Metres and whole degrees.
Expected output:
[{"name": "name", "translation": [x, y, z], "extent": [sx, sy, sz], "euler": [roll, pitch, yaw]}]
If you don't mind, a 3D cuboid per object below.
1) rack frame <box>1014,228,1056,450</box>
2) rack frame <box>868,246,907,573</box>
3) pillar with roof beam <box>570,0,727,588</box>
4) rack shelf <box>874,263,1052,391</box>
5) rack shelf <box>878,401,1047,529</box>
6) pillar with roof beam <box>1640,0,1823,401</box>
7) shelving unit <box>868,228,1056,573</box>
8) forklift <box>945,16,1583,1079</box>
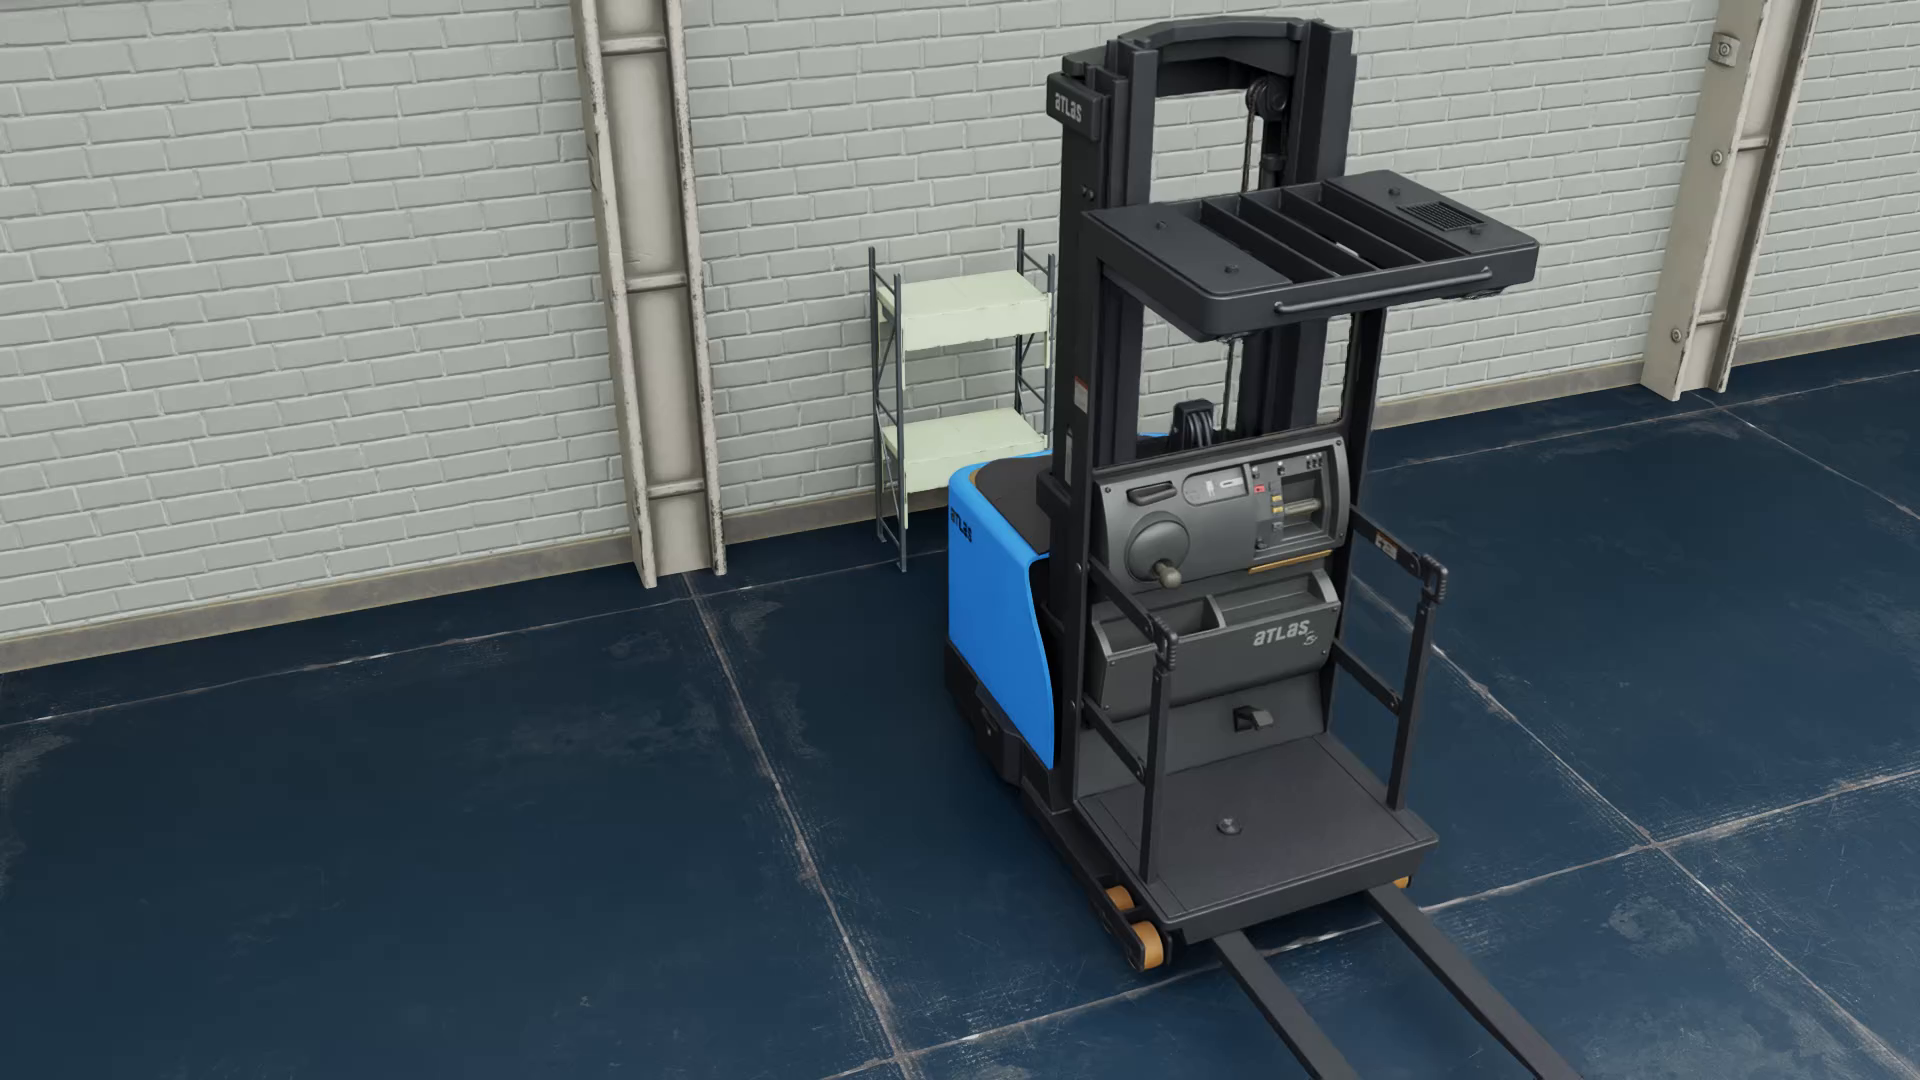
[{"name": "rack frame", "translation": [0.349, -0.716, 7.992], "extent": [0.023, 1.500, 0.400], "euler": [-10, 31, -18]}, {"name": "rack frame", "translation": [-0.337, -0.590, 7.770], "extent": [0.023, 1.500, 0.400], "euler": [-10, 31, -18]}, {"name": "pillar with roof beam", "translation": [0.147, -1.789, 2.299], "extent": [0.400, 9.000, 9.100], "euler": [-10, 31, -18]}, {"name": "rack shelf", "translation": [0.006, -0.992, 7.688], "extent": [0.720, 0.370, 0.431], "euler": [-10, 31, -18]}, {"name": "rack shelf", "translation": [0.006, -0.370, 8.042], "extent": [0.720, 0.370, 0.431], "euler": [-10, 31, -18]}, {"name": "pillar with roof beam", "translation": [5.771, -2.825, 4.117], "extent": [0.400, 9.000, 9.100], "euler": [-10, 31, -18]}, {"name": "shelving unit", "translation": [0.006, -0.653, 7.881], "extent": [0.755, 1.500, 0.431], "euler": [-10, 31, -18]}, {"name": "forklift", "translation": [0.975, -0.046, 5.371], "extent": [1.130, 2.935, 3.031], "euler": [-12, 32, -20]}]
